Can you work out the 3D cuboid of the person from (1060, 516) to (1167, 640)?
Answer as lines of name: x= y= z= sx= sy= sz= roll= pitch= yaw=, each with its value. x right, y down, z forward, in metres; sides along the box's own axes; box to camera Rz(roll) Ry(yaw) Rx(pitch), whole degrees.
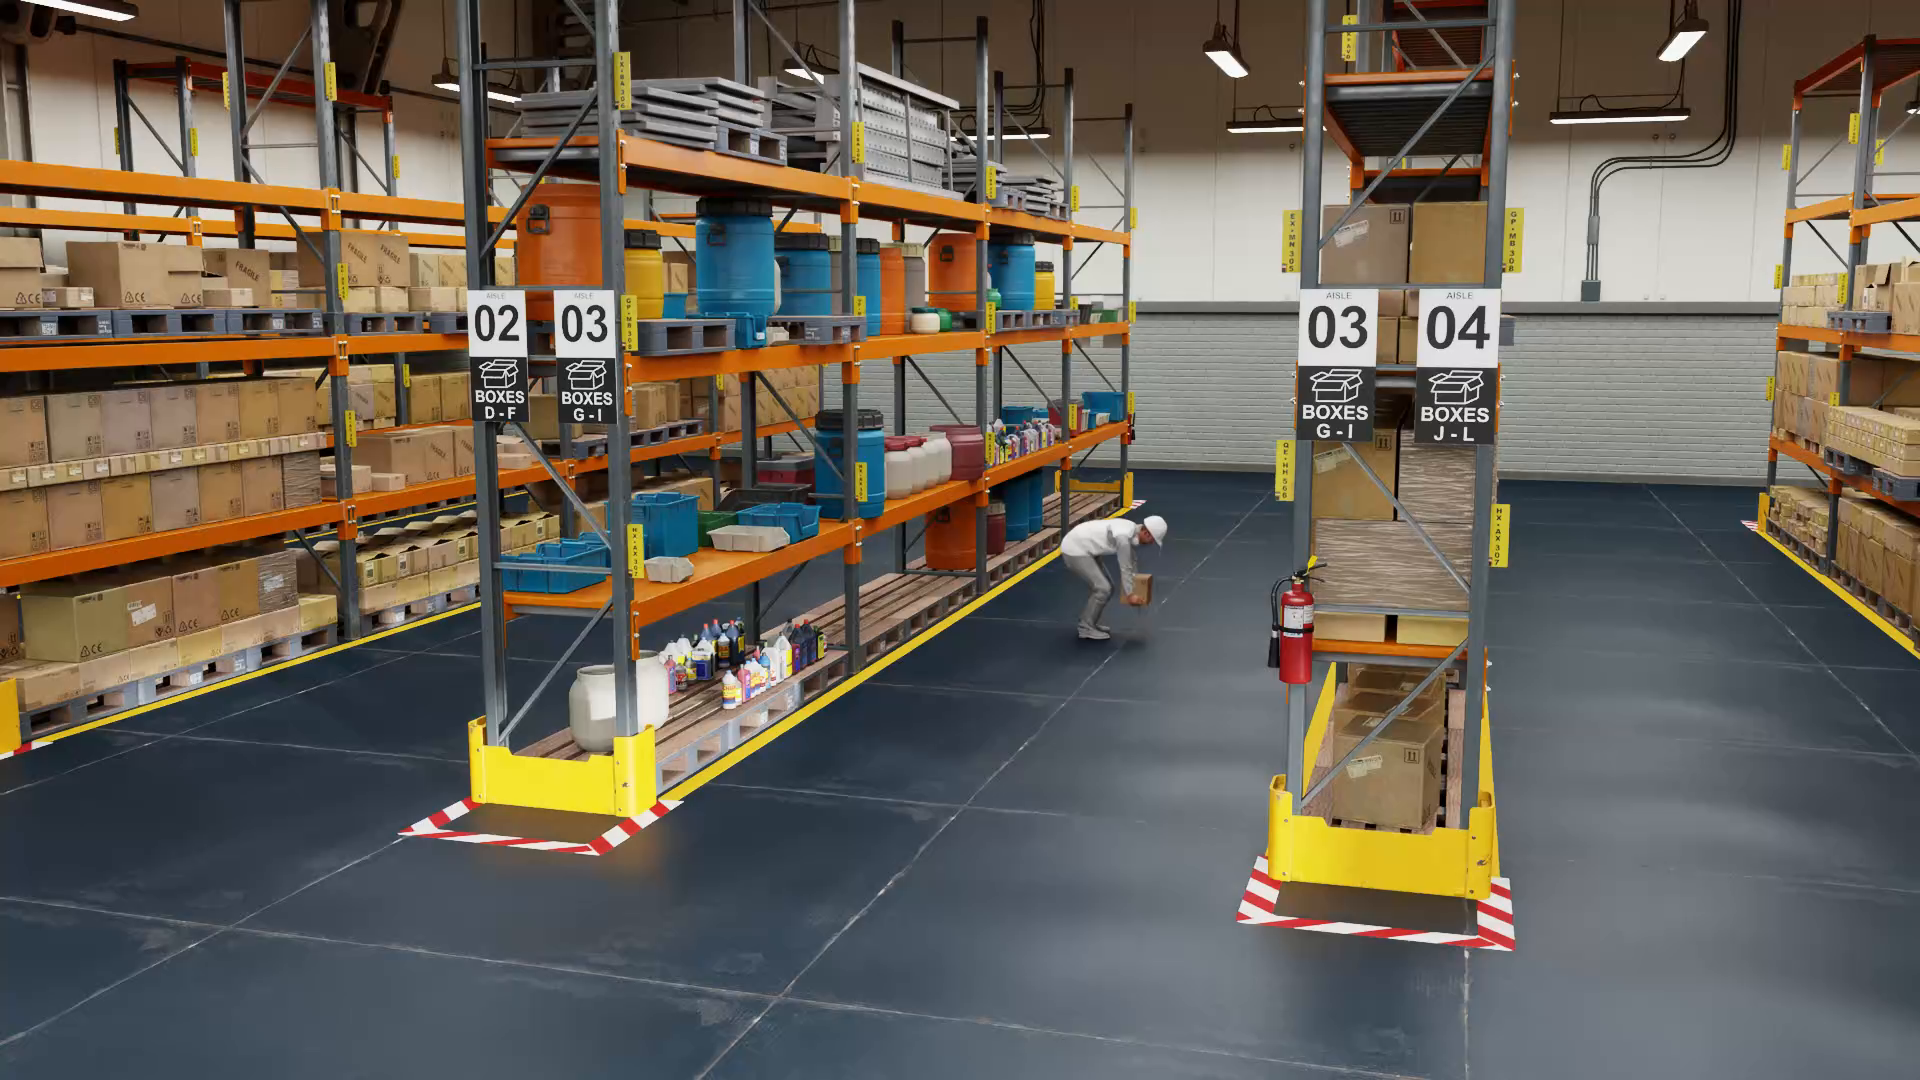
person: x=1.434 y=0.339 z=15.550 sx=0.988 sy=1.158 sz=0.485 roll=2 pitch=8 yaw=14
